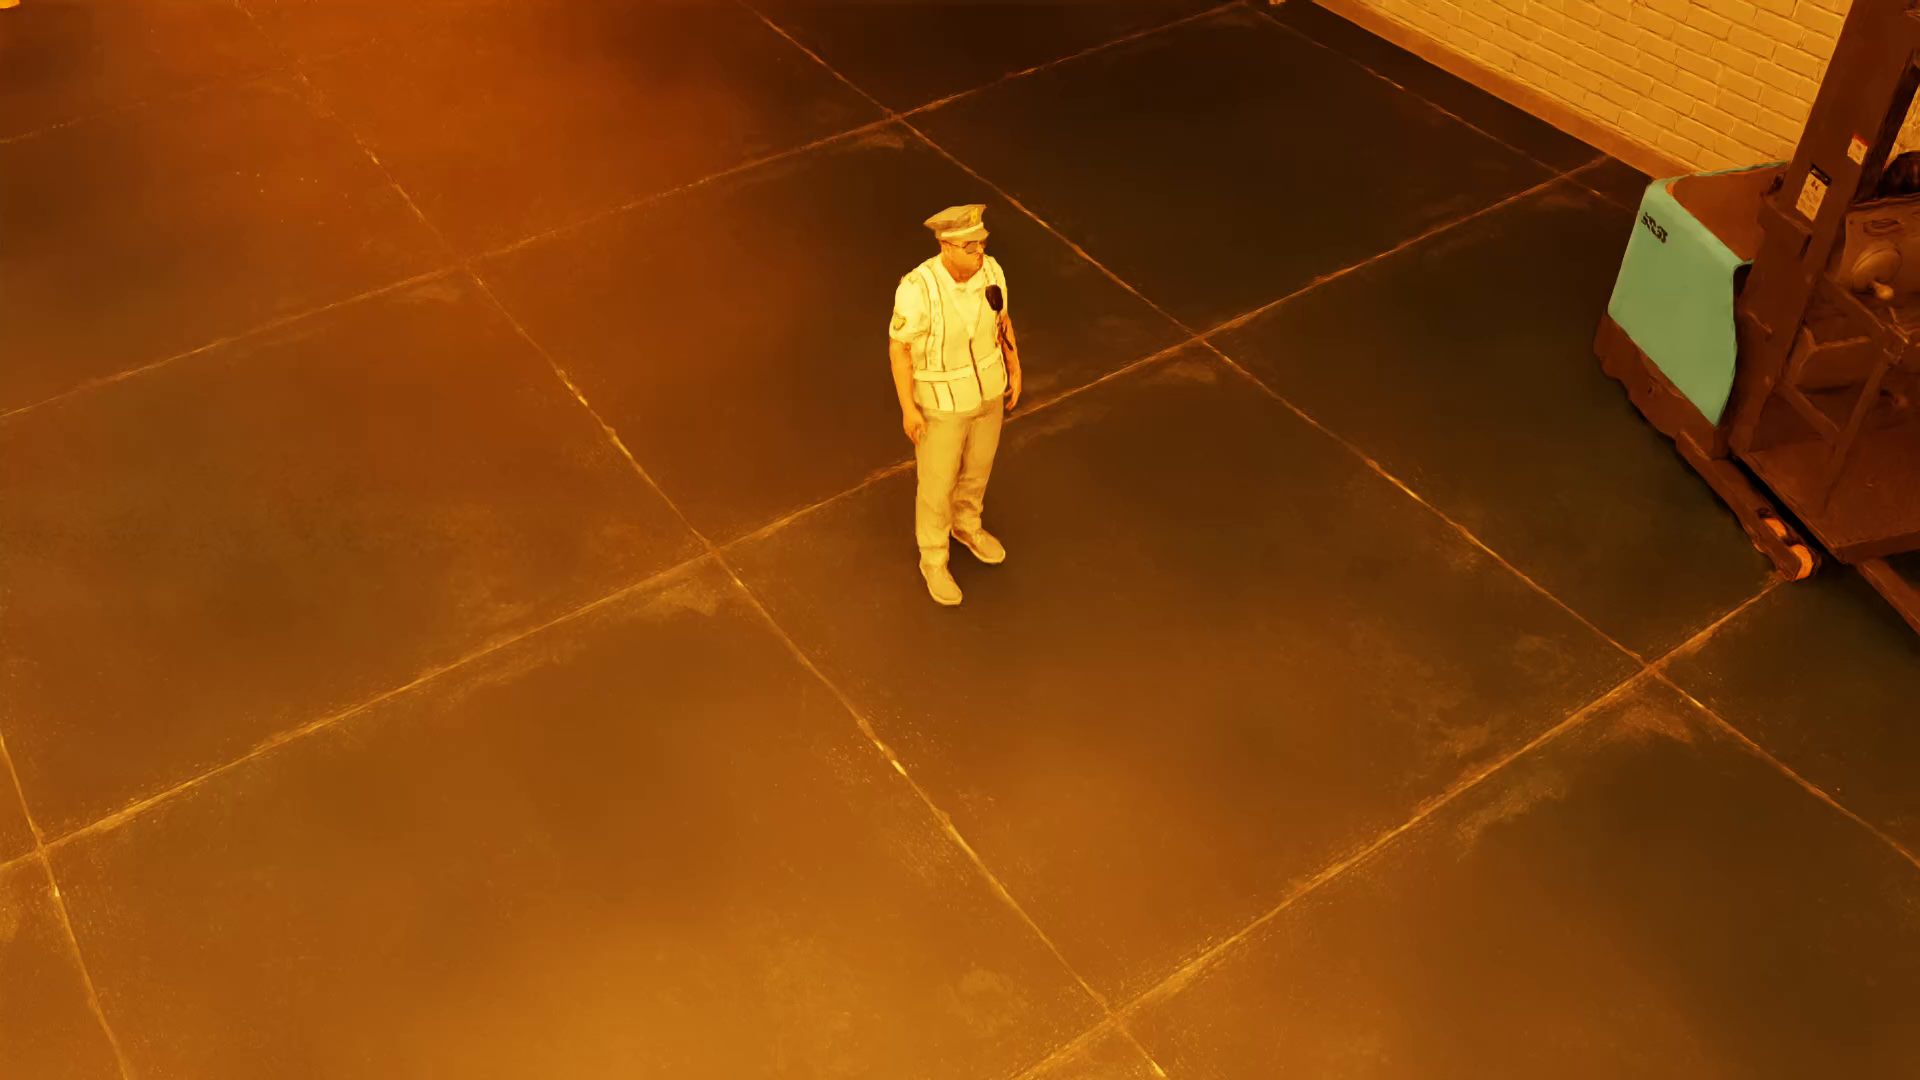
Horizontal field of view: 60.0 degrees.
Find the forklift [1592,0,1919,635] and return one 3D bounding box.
[{"bbox_3d":[4.248,-1.187,7.004,1.130,2.935,3.031,-10,44,-11],"label":"forklift"}]

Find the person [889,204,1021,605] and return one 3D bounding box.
[{"bbox_3d":[0.035,-0.613,7.217,0.640,1.781,0.574,-25,48,-25],"label":"person"}]
